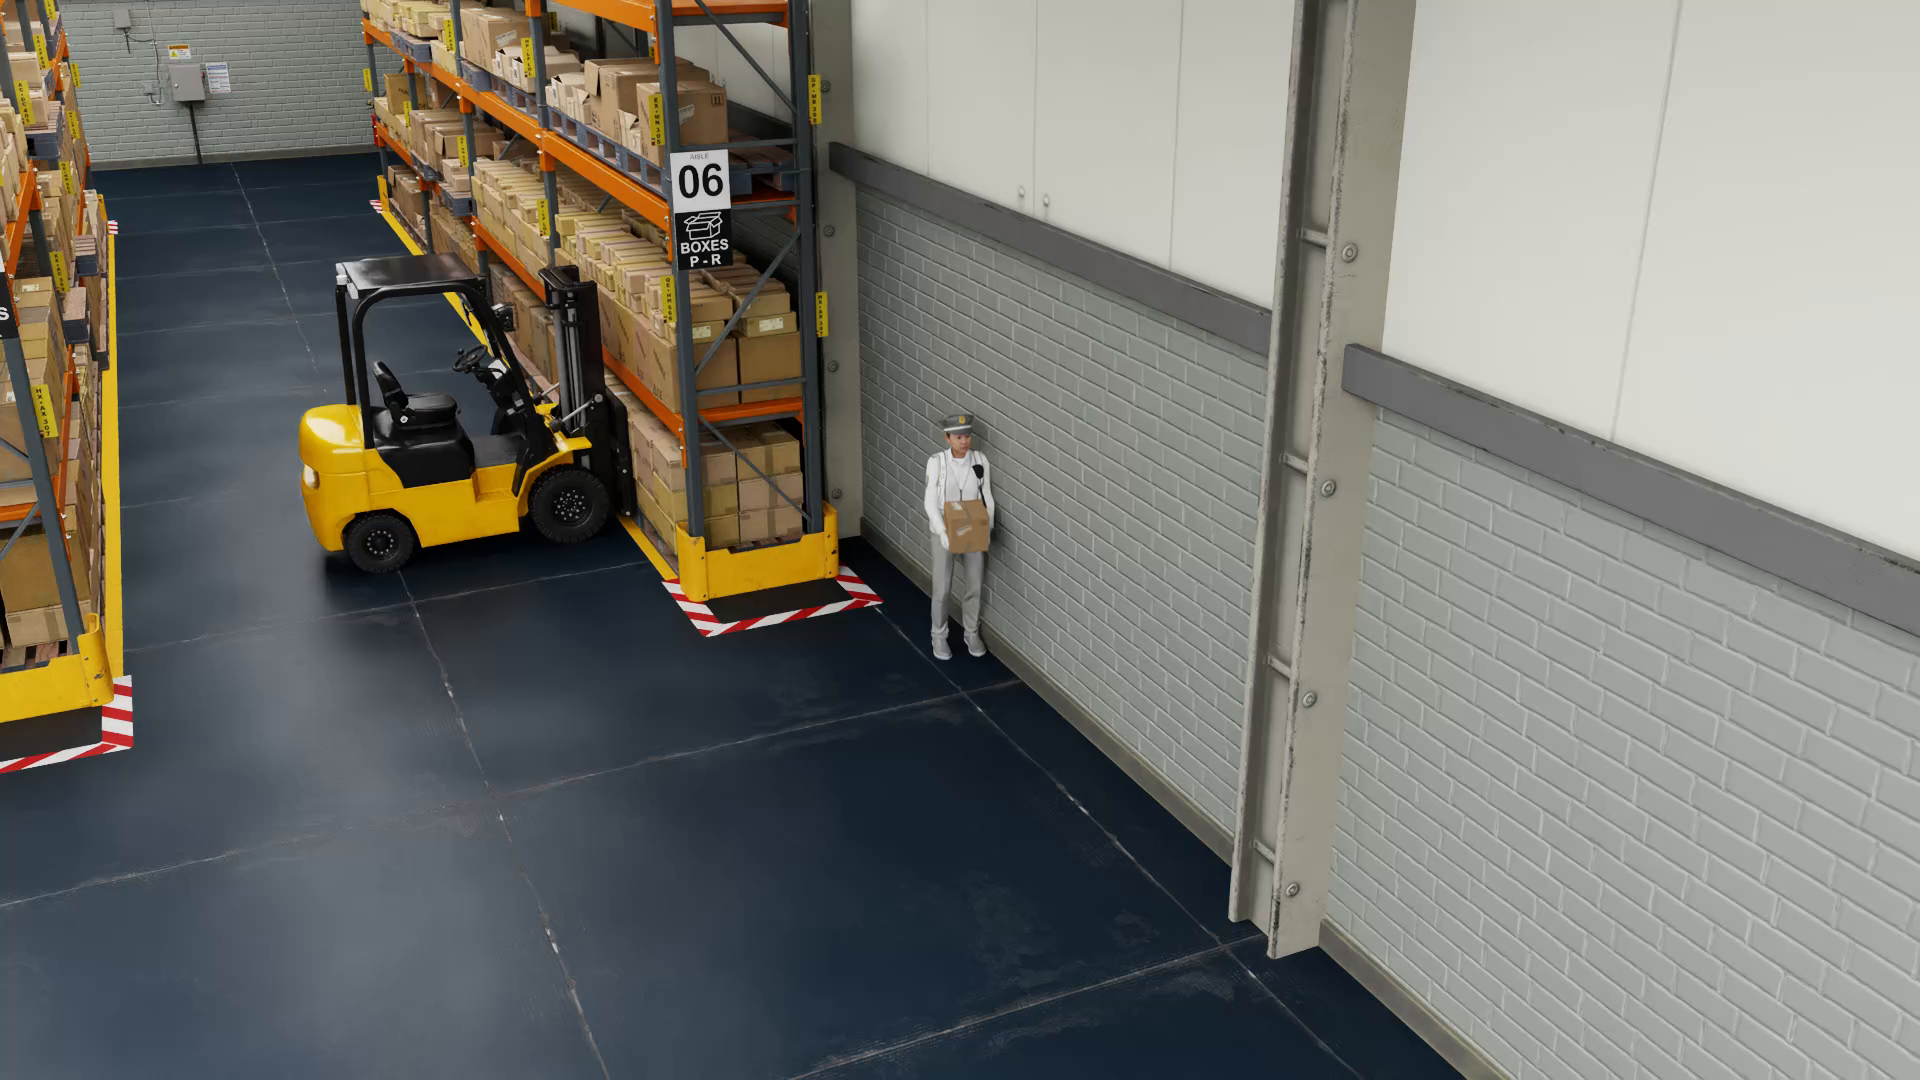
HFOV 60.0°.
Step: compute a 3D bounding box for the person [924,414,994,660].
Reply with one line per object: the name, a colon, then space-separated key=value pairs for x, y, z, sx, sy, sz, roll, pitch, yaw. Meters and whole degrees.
person: x=-0.001 y=-0.009 z=10.992 sx=0.458 sy=1.689 sz=0.547 roll=-5 pitch=23 yaw=-11
